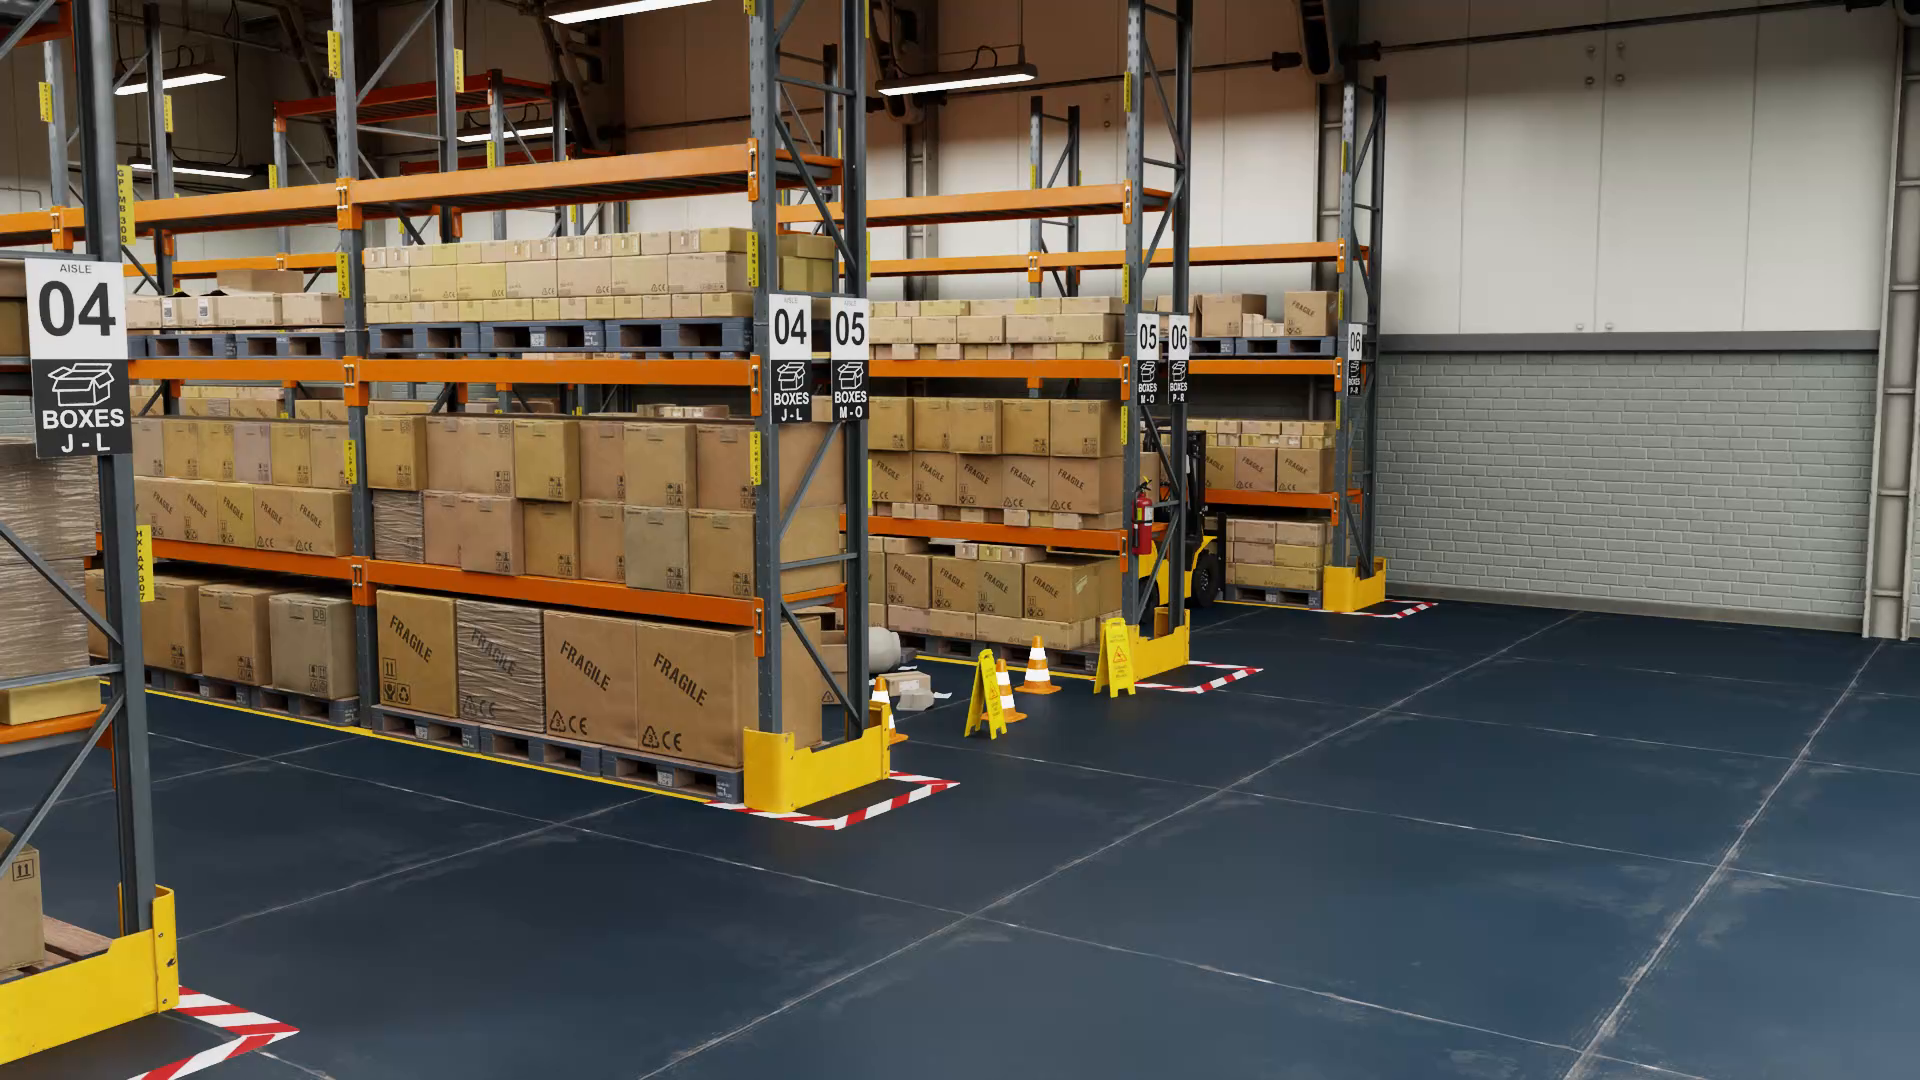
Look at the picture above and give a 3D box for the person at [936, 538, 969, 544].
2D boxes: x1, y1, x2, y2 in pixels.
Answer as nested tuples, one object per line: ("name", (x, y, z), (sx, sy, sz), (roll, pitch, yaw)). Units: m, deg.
("person", (-0.013, 0.257, 18.578), (0.616, 1.092, 0.867), (4, 7, 33))
